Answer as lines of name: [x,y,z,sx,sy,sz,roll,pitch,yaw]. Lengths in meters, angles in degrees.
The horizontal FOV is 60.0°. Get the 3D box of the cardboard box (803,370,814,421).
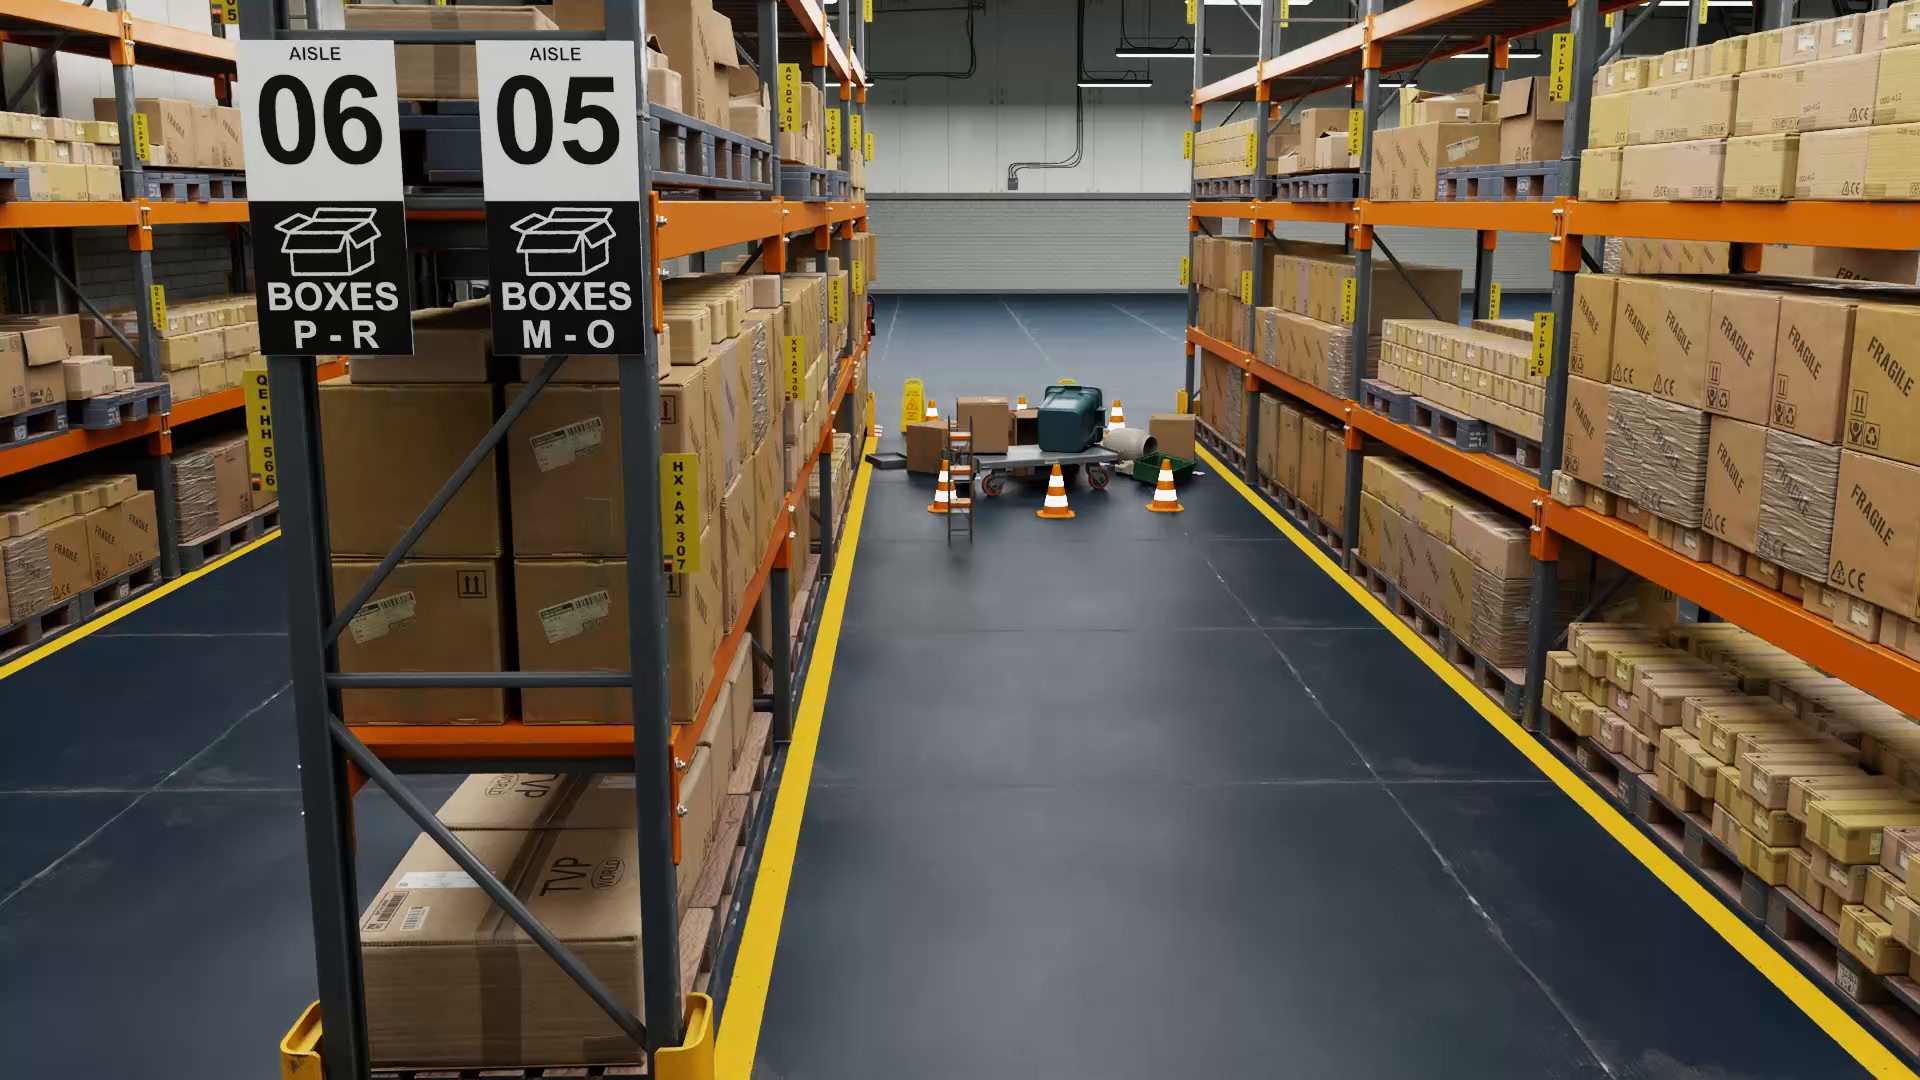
cardboard box: [-1.142,-0.866,9.905,0.500,0.250,0.500,0,11,0]

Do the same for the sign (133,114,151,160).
sign: [-5.895,-2.902,11.973,0.100,0.325,0.005,0,11,-1]

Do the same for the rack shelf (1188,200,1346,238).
rack shelf: [3.348,-3.548,18.269,1.077,0.370,4.000,0,11,-1]

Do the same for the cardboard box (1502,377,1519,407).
cardboard box: [3.340,-0.851,9.538,0.380,0.149,0.250,0,11,1]

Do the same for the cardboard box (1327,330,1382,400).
cardboard box: [3.194,-1.375,13.043,0.500,0.500,0.500,0,11,-1]

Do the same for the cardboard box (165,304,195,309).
cardboard box: [-6.698,-1.912,14.057,0.380,0.149,0.250,0,11,0]

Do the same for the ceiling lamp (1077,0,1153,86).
ceiling lamp: [4.107,-13.671,44.129,2.000,3.185,0.800,0,11,-1]

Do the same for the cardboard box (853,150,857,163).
cardboard box: [-1.247,-3.951,17.070,0.380,0.149,0.250,0,11,-2]

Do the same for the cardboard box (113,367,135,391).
cardboard box: [-6.040,-1.130,11.661,0.380,0.149,0.250,0,11,0]

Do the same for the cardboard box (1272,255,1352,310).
cardboard box: [3.405,-2.473,15.940,0.700,0.500,0.500,0,11,-2]

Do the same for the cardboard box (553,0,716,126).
cardboard box: [-1.201,-1.782,6.197,0.500,0.500,0.500,0,11,0]

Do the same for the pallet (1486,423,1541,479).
pallet: [3.684,-0.501,9.468,1.003,0.211,1.213,0,11,-1]

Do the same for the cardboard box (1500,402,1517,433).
cardboard box: [3.339,-0.705,9.564,0.380,0.149,0.250,0,11,-1]

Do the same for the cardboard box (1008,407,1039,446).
cardboard box: [0.927,-1.226,18.834,0.797,0.503,0.637,-10,15,-40]

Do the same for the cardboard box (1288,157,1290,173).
cardboard box: [3.163,-3.428,15.190,0.250,0.149,0.380,0,11,-1]

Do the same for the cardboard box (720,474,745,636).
cardboard box: [-1.063,0.046,6.039,0.500,0.500,0.500,0,11,-1]

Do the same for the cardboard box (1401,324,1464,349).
cardboard box: [3.297,-1.417,11.580,0.380,0.149,0.250,0,11,-1]

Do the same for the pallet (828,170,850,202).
pallet: [-1.409,-2.447,11.508,1.213,0.211,1.003,0,11,1]

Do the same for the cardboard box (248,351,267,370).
cardboard box: [-6.234,-1.498,14.274,0.500,0.250,0.500,0,11,1]

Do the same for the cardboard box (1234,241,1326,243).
cardboard box: [3.415,-2.926,17.844,0.875,0.550,0.550,0,11,-1]

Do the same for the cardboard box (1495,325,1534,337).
cardboard box: [3.949,-1.415,11.567,0.380,0.149,0.250,0,11,1]

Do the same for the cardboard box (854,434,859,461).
cardboard box: [-1.300,-0.969,17.152,0.500,0.250,0.500,-1,11,-4]

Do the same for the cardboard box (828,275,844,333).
cardboard box: [-1.302,-2.101,14.816,0.500,0.500,0.500,0,11,1]

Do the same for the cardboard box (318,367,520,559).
cardboard box: [-1.558,-0.241,4.937,0.500,0.500,0.500,0,11,1]

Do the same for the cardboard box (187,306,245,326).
cardboard box: [-6.187,-1.864,13.821,0.380,0.149,0.250,0,11,0]

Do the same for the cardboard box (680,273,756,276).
cardboard box: [-1.709,-1.637,11.820,0.500,0.500,0.500,-1,11,-3]

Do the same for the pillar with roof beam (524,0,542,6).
pillar with roof beam: [-3.433,-7.968,30.700,9.100,9.000,0.548,0,11,-1]

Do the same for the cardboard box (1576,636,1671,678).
cardboard box: [3.301,0.581,8.267,0.380,0.149,0.250,0,11,2]

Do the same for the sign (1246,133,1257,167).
sign: [2.834,-3.793,16.166,0.100,0.325,0.005,0,11,-1]

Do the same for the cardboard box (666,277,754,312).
cardboard box: [-1.171,-1.147,7.768,0.380,0.149,0.250,0,11,0]

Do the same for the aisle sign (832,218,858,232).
aisle sign: [-1.352,-4.075,20.064,0.394,0.787,0.004,0,11,-1]

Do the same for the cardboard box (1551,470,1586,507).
cardboard box: [3.233,-0.262,8.438,0.380,0.149,0.250,0,11,1]

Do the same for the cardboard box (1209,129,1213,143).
cardboard box: [3.015,-4.551,18.721,0.380,0.149,0.250,0,11,-2]

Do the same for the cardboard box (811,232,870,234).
cardboard box: [-1.411,-3.372,19.621,0.700,0.500,0.500,-1,11,-3]

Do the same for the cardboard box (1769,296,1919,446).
cardboard box: [3.349,-0.626,6.088,0.500,0.500,0.500,0,11,2]

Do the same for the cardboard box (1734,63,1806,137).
cardboard box: [3.355,-1.684,6.389,0.500,0.250,0.500,-1,11,-4]

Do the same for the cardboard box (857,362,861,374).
cardboard box: [-1.263,-1.835,17.904,0.380,0.149,0.250,0,11,2]

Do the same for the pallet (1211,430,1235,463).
pallet: [3.424,-1.061,18.758,1.003,0.211,1.213,0,11,-1]

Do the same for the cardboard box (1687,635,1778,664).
cardboard box: [3.867,0.577,8.287,0.380,0.149,0.250,0,11,0]

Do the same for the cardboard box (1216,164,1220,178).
cardboard box: [3.025,-4.059,18.302,0.380,0.149,0.250,0,11,-1]

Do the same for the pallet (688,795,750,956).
pallet: [-1.427,1.359,6.830,1.003,0.211,1.213,0,11,-1]

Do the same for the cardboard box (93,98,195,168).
cardboard box: [-6.209,-3.095,12.668,0.500,0.500,0.500,0,11,-1]

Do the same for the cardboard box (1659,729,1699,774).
cardboard box: [3.305,0.933,7.281,0.380,0.149,0.250,0,11,-2]

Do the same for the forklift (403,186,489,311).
forklift: [-3.243,-1.018,11.703,1.130,2.935,3.031,0,11,-2]

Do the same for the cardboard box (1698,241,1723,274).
cardboard box: [8.054,-2.906,17.324,0.500,0.500,0.500,0,11,-1]

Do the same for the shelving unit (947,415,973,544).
shelving unit: [0.001,-0.504,13.902,0.215,1.050,0.252,0,11,-1]

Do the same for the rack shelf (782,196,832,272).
rack shelf: [-1.434,-1.917,10.231,1.077,0.370,4.000,0,11,-1]

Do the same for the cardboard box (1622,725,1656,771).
cardboard box: [3.359,0.975,7.825,0.380,0.149,0.250,0,11,-2]

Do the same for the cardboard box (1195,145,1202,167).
cardboard box: [3.060,-4.528,19.613,0.500,0.250,0.500,0,11,-1]

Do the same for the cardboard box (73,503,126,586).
cardboard box: [-6.214,0.026,11.619,0.500,0.500,0.500,0,11,-2]

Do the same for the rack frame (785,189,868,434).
rack frame: [-1.640,-2.788,20.256,1.000,3.000,0.127,0,11,-1]

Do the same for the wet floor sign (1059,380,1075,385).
wet floor sign: [1.326,-1.672,20.678,0.267,0.644,0.232,-2,12,-11]

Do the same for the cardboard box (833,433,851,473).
cardboard box: [-1.544,-0.806,16.042,0.950,0.372,0.625,0,11,0]

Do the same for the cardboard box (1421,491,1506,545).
cardboard box: [3.264,-0.145,10.576,0.500,0.250,0.500,-1,11,-4]

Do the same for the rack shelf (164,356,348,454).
rack shelf: [-6.479,-1.221,14.344,1.077,0.370,4.000,0,11,-1]

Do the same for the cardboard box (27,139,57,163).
cardboard box: [-6.175,-2.546,10.893,0.380,0.149,0.250,0,11,-1]

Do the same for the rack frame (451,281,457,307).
rack frame: [-6.603,-2.767,20.152,1.000,3.000,0.127,0,11,-1]
